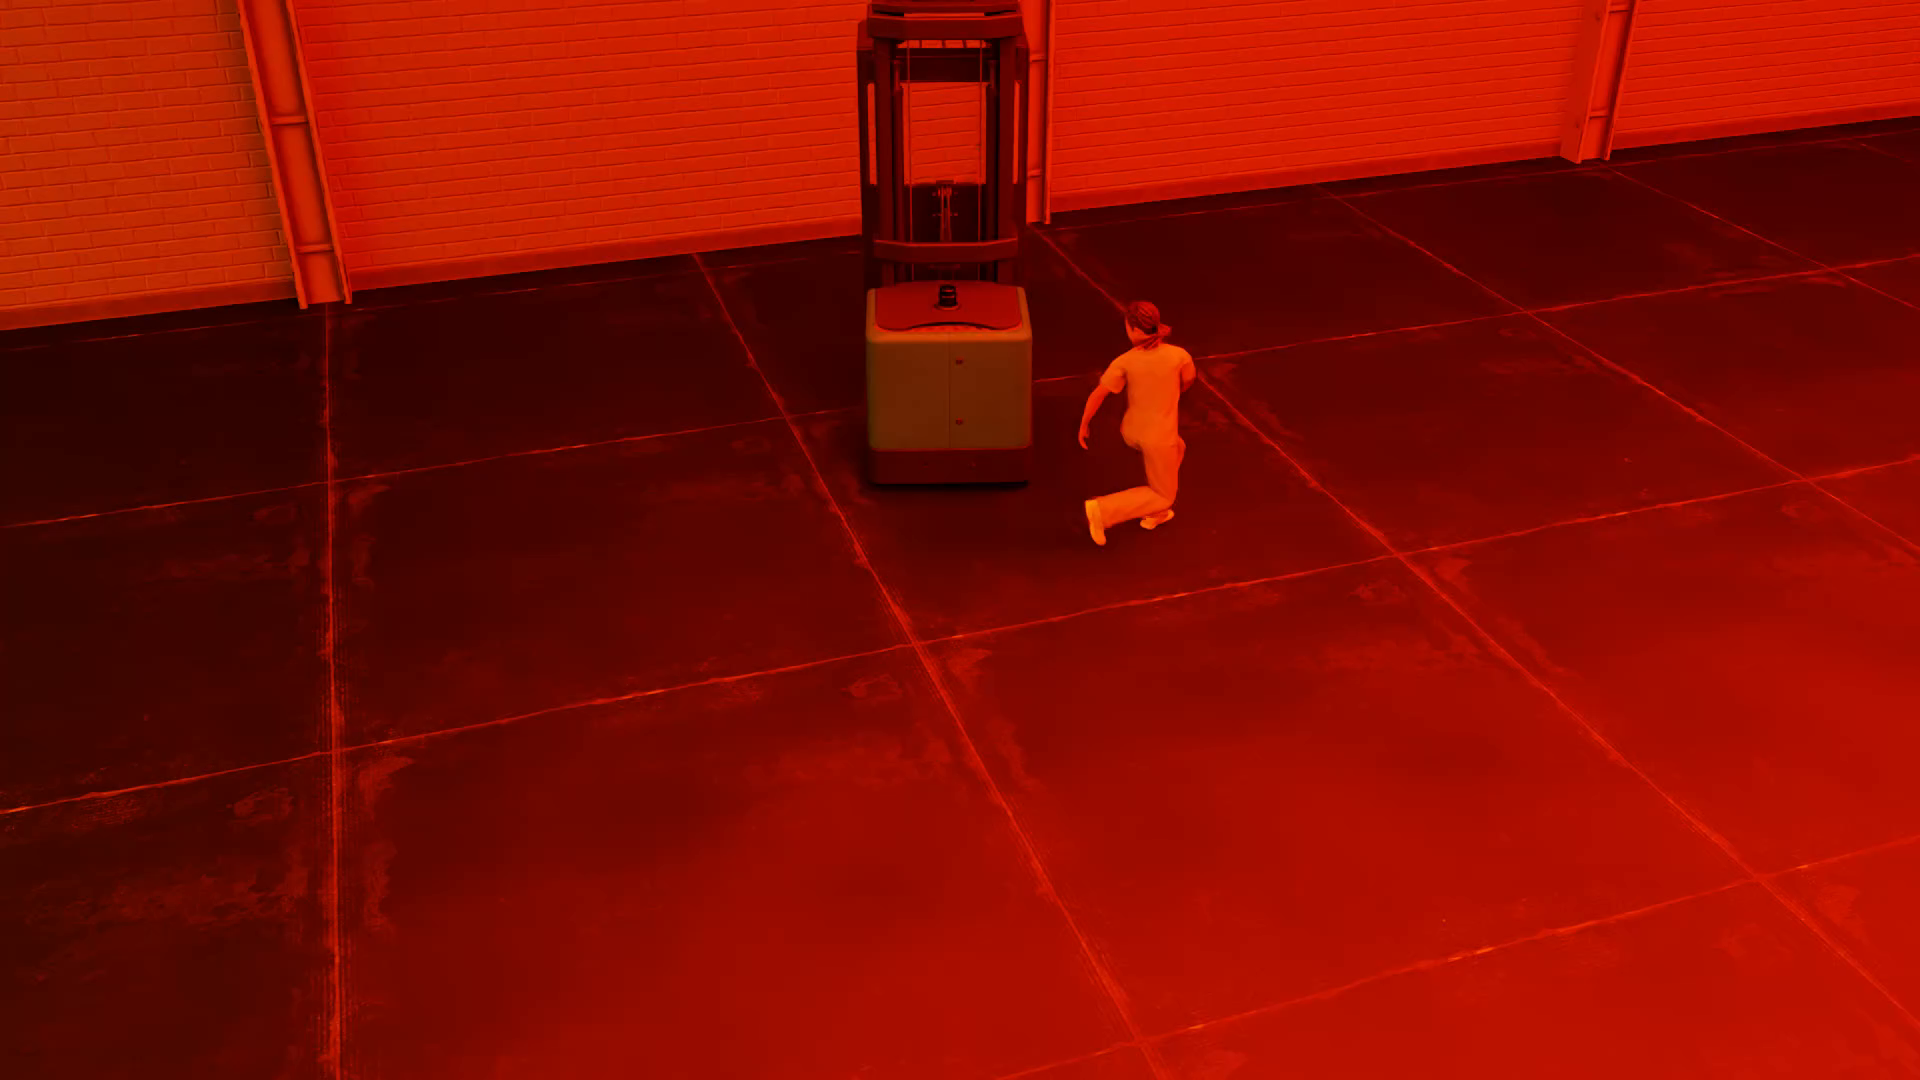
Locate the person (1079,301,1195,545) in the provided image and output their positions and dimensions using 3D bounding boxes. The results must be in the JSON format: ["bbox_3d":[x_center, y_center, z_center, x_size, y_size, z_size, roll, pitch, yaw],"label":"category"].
[{"bbox_3d":[1.037,-0.682,9.808,0.562,1.456,0.838,23,37,34],"label":"person"}]

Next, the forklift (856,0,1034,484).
[{"bbox_3d":[-0.114,-2.322,11.123,1.130,2.935,3.031,-1,30,-2],"label":"forklift"}]
